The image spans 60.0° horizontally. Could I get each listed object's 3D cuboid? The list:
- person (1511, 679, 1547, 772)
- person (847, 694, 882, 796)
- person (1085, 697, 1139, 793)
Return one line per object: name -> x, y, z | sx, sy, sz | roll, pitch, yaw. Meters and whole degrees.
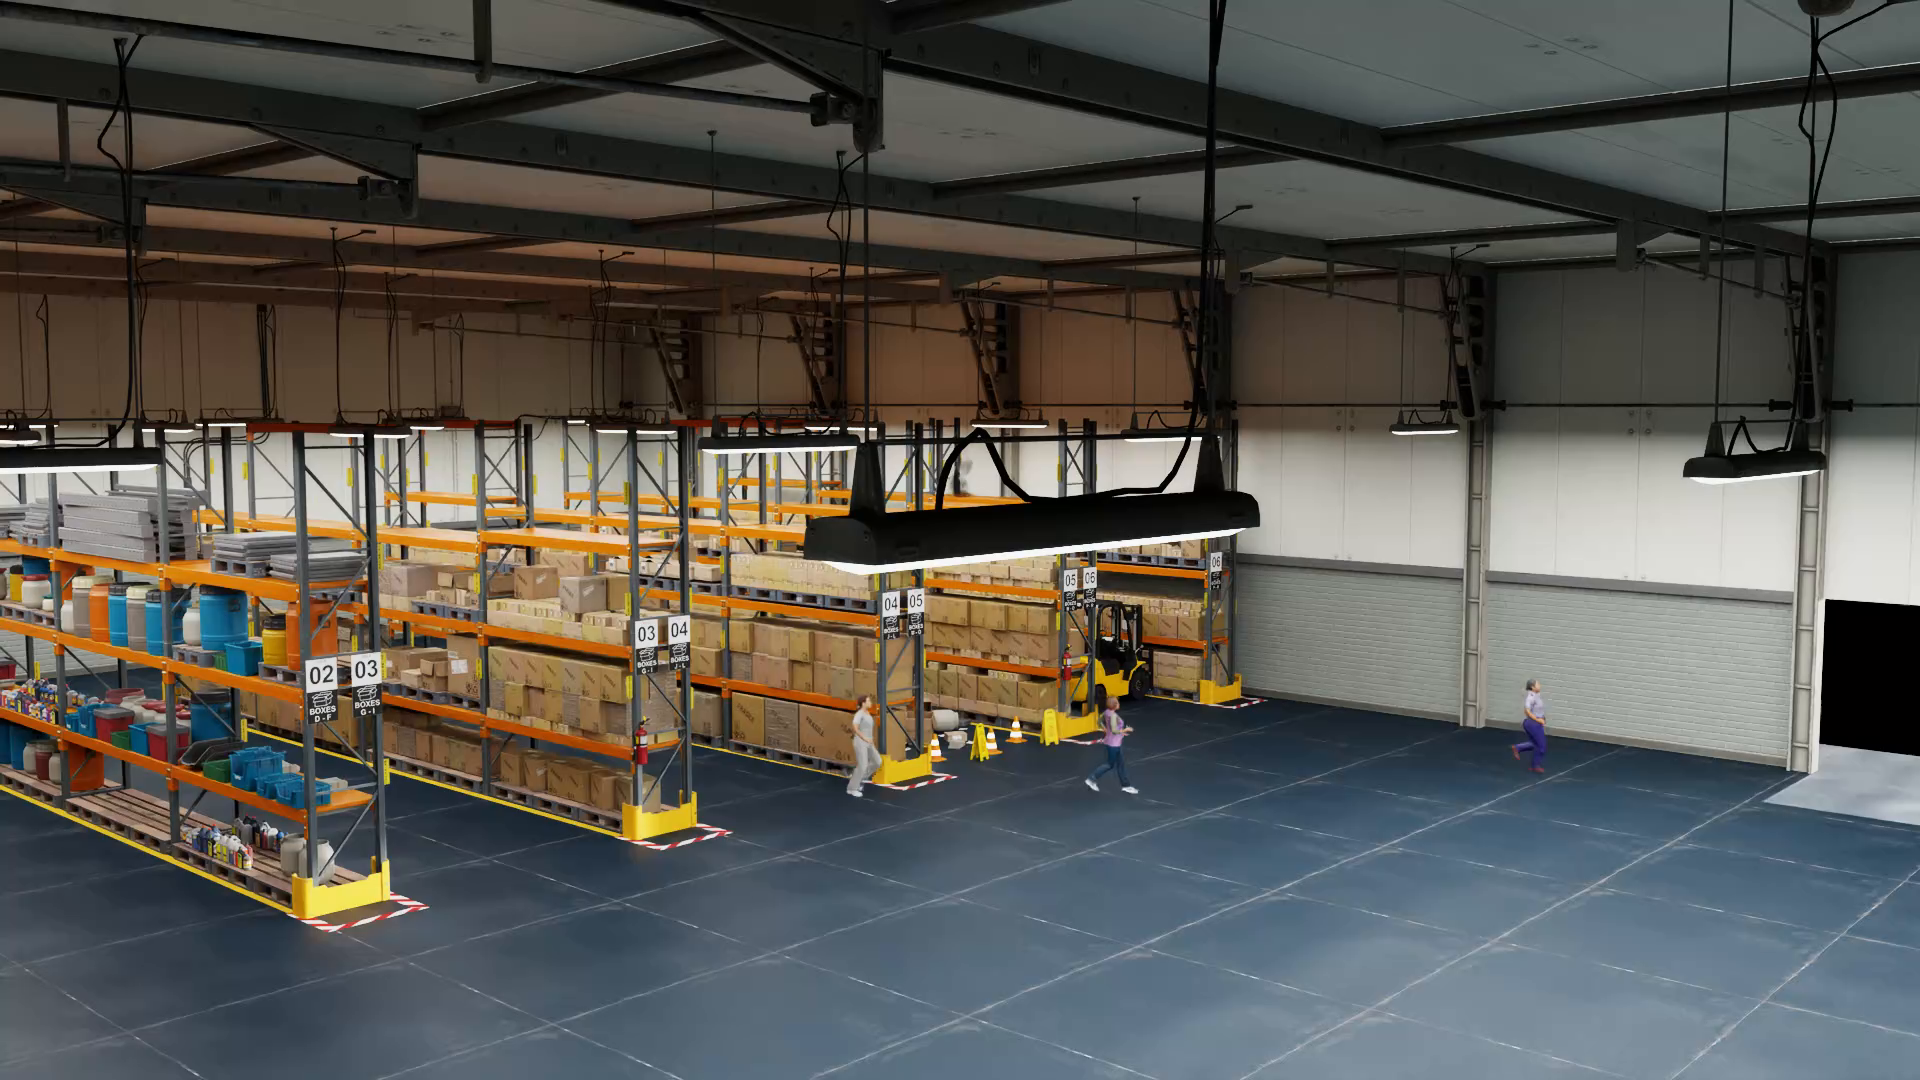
person -> 9.848, 3.203, 28.710 | 0.570, 1.603, 0.608 | 2, 5, 18
person -> -1.530, 3.317, 27.058 | 0.524, 1.617, 0.620 | 2, 5, 21
person -> 2.458, 3.313, 26.827 | 0.882, 1.592, 0.534 | 0, 5, -1
